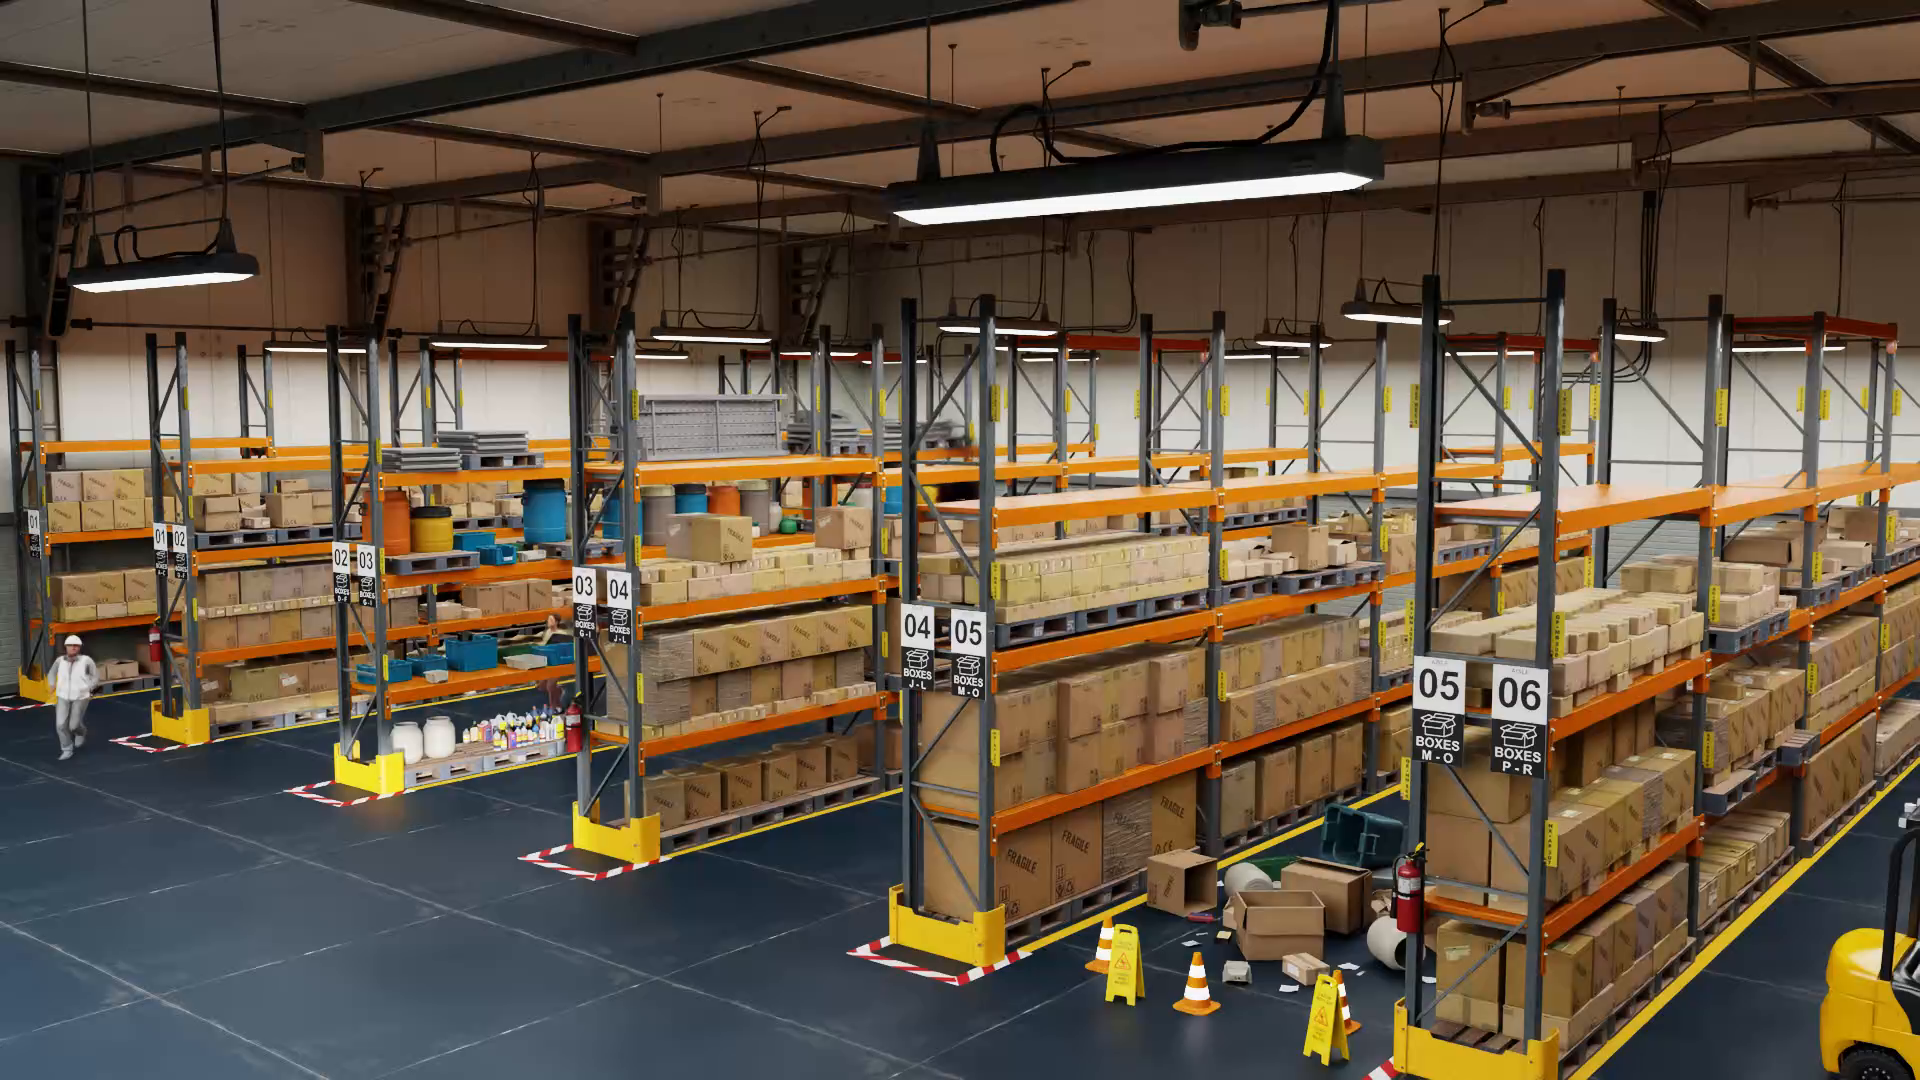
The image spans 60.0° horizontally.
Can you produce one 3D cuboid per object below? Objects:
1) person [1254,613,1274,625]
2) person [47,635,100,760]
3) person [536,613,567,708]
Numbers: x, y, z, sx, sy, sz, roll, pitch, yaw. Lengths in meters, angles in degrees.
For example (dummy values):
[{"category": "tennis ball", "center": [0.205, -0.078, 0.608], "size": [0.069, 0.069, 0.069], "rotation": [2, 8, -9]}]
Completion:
[{"category": "person", "center": [4.971, 1.914, 26.753], "size": [0.693, 1.740, 0.724], "rotation": [4, 7, 41]}, {"category": "person", "center": [-12.530, 2.204, 23.529], "size": [0.685, 1.740, 0.579], "rotation": [-1, 5, -11]}, {"category": "person", "center": [-6.467, 1.966, 26.536], "size": [0.563, 1.624, 0.533], "rotation": [3, 6, 31]}]
